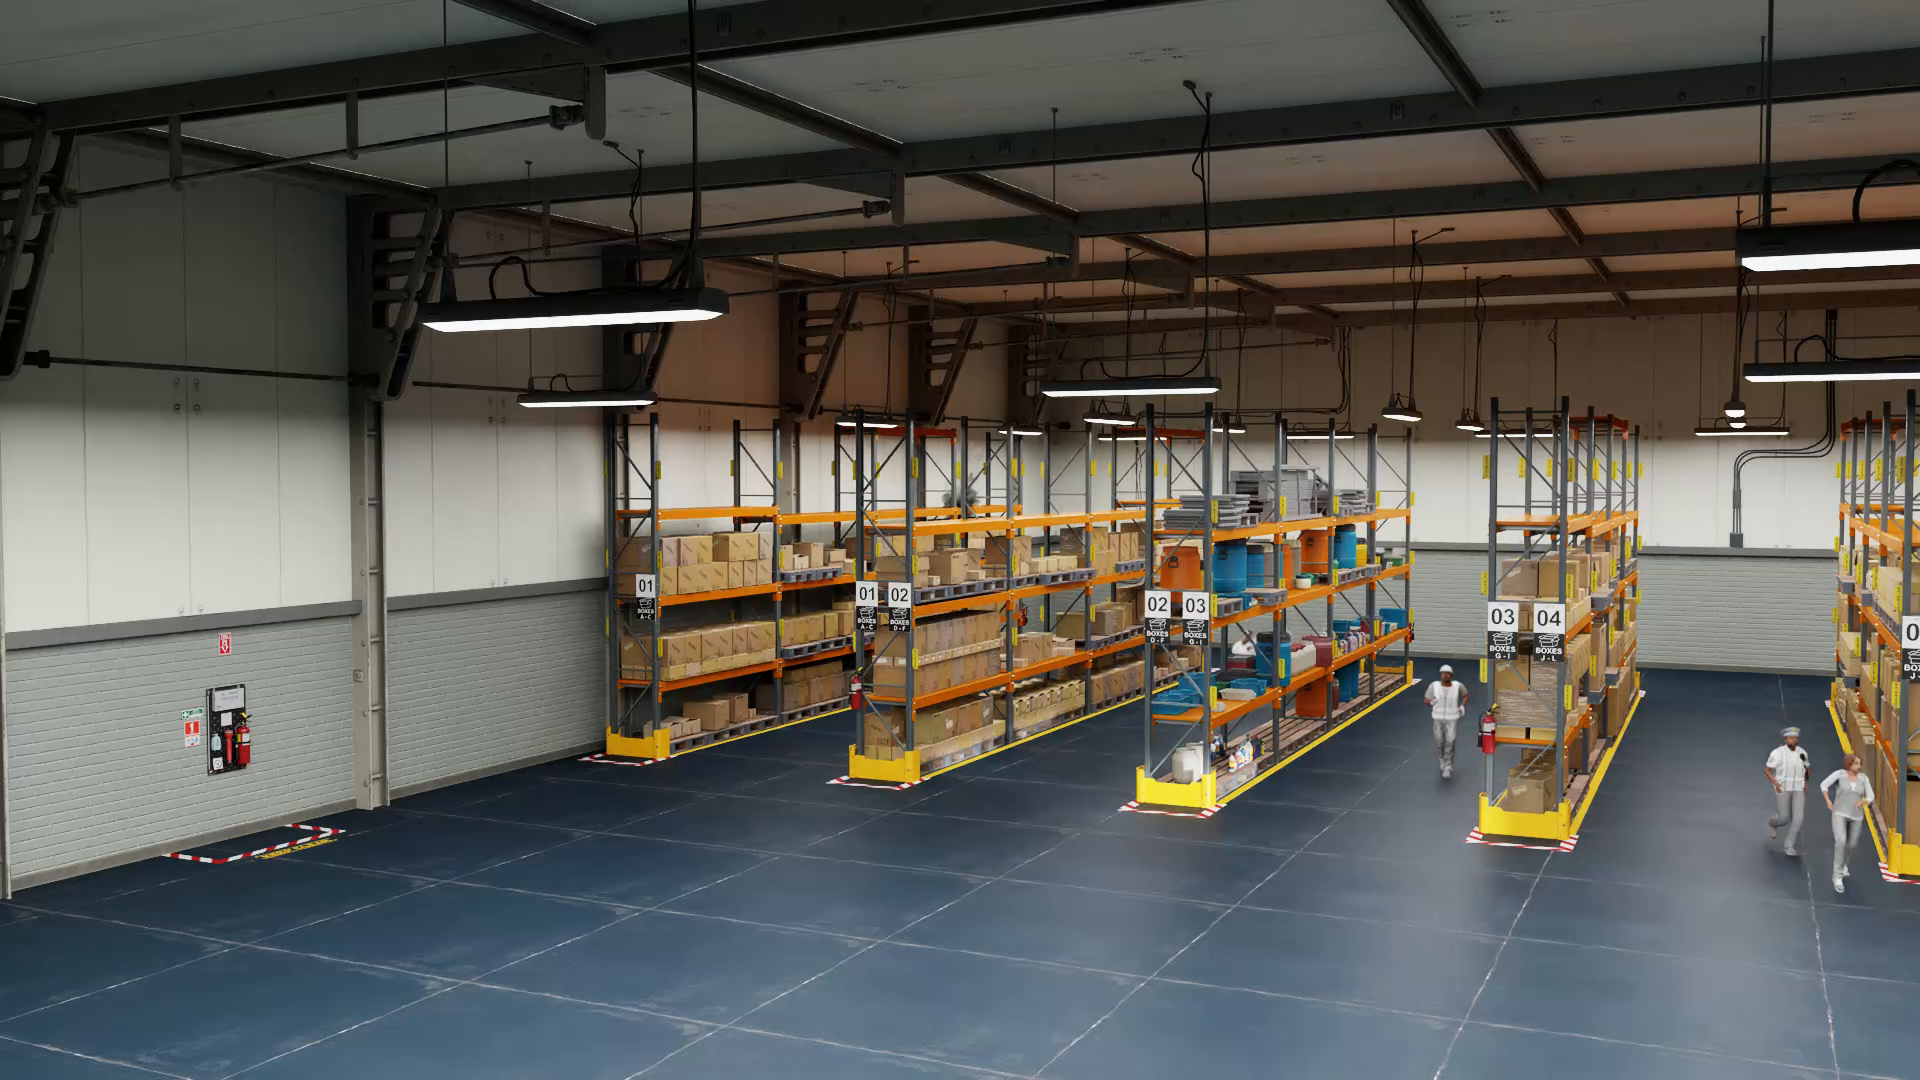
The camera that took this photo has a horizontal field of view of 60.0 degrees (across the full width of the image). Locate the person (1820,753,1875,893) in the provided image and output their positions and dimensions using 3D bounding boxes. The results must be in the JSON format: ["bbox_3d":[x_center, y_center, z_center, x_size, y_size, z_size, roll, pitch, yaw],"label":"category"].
[{"bbox_3d":[10.703,3.356,20.012,0.540,1.600,0.856,0,2,10],"label":"person"}]

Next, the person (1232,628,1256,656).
[{"bbox_3d":[5.859,2.688,34.301,0.658,1.733,0.618,1,3,30],"label":"person"}]

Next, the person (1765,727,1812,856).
[{"bbox_3d":[10.862,3.258,21.787,0.600,1.657,0.645,0,2,3],"label":"person"}]

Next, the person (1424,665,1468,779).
[{"bbox_3d":[7.903,2.926,27.095,0.677,1.778,0.961,1,3,22],"label":"person"}]
